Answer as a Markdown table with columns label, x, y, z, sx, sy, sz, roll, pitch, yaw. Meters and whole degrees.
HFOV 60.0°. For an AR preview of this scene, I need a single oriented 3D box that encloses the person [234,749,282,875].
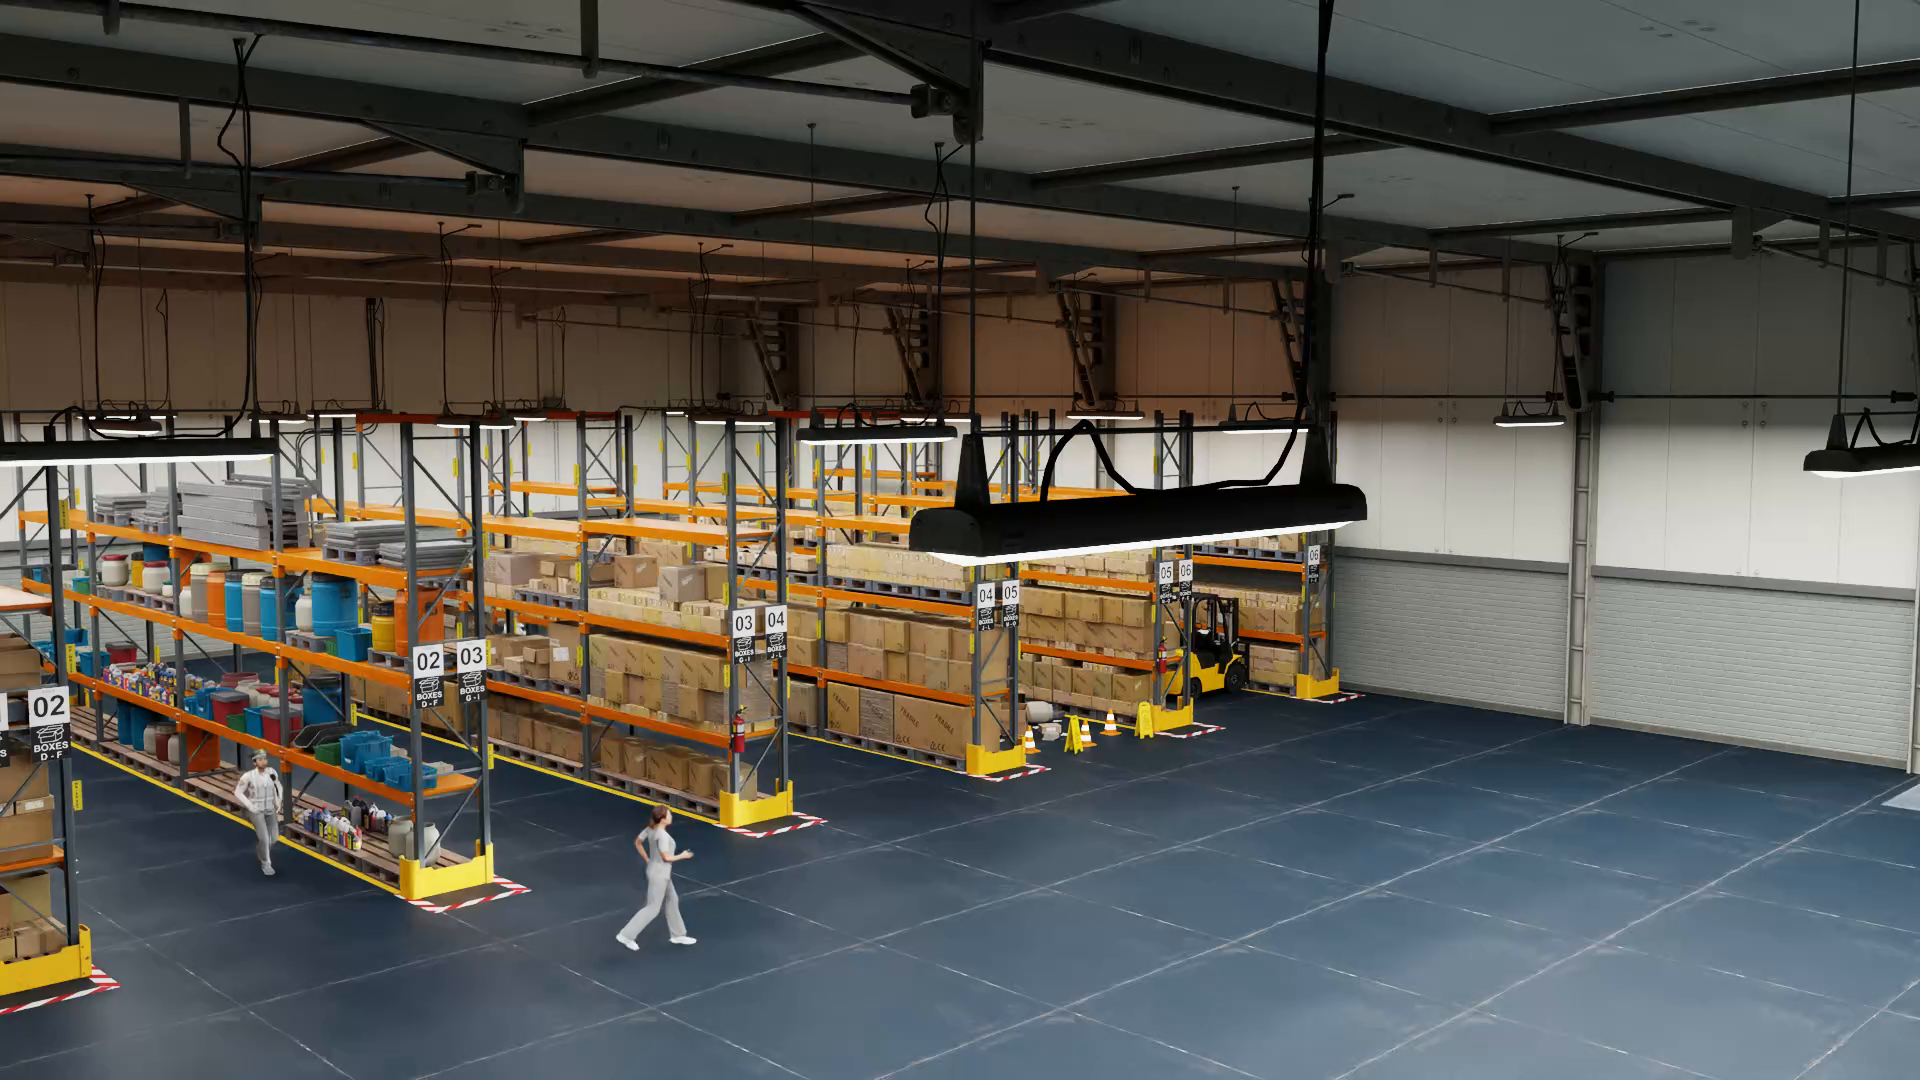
| label | x | y | z | sx | sy | sz | roll | pitch | yaw |
| --- | --- | --- | --- | --- | --- | --- | --- | --- | --- |
| person | -9.310 | 3.585 | 22.107 | 0.586 | 1.673 | 0.628 | 5 | 7 | 45 |

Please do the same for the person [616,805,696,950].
| label | x | y | z | sx | sy | sz | roll | pitch | yaw |
| --- | --- | --- | --- | --- | --- | --- | --- | --- | --- |
| person | -3.459 | 3.845 | 18.898 | 0.955 | 1.670 | 0.538 | -2 | 5 | -25 |

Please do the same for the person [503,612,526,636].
| label | x | y | z | sx | sy | sz | roll | pitch | yaw |
| --- | --- | --- | --- | --- | --- | --- | --- | --- | --- |
| person | -9.573 | 2.381 | 35.831 | 0.626 | 1.706 | 0.909 | -4 | 6 | -35 |

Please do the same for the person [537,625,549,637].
| label | x | y | z | sx | sy | sz | roll | pitch | yaw |
| --- | --- | --- | --- | --- | --- | --- | --- | --- | --- |
| person | -10.194 | 1.921 | 40.781 | 0.853 | 1.801 | 0.703 | 2 | 5 | 17 |
